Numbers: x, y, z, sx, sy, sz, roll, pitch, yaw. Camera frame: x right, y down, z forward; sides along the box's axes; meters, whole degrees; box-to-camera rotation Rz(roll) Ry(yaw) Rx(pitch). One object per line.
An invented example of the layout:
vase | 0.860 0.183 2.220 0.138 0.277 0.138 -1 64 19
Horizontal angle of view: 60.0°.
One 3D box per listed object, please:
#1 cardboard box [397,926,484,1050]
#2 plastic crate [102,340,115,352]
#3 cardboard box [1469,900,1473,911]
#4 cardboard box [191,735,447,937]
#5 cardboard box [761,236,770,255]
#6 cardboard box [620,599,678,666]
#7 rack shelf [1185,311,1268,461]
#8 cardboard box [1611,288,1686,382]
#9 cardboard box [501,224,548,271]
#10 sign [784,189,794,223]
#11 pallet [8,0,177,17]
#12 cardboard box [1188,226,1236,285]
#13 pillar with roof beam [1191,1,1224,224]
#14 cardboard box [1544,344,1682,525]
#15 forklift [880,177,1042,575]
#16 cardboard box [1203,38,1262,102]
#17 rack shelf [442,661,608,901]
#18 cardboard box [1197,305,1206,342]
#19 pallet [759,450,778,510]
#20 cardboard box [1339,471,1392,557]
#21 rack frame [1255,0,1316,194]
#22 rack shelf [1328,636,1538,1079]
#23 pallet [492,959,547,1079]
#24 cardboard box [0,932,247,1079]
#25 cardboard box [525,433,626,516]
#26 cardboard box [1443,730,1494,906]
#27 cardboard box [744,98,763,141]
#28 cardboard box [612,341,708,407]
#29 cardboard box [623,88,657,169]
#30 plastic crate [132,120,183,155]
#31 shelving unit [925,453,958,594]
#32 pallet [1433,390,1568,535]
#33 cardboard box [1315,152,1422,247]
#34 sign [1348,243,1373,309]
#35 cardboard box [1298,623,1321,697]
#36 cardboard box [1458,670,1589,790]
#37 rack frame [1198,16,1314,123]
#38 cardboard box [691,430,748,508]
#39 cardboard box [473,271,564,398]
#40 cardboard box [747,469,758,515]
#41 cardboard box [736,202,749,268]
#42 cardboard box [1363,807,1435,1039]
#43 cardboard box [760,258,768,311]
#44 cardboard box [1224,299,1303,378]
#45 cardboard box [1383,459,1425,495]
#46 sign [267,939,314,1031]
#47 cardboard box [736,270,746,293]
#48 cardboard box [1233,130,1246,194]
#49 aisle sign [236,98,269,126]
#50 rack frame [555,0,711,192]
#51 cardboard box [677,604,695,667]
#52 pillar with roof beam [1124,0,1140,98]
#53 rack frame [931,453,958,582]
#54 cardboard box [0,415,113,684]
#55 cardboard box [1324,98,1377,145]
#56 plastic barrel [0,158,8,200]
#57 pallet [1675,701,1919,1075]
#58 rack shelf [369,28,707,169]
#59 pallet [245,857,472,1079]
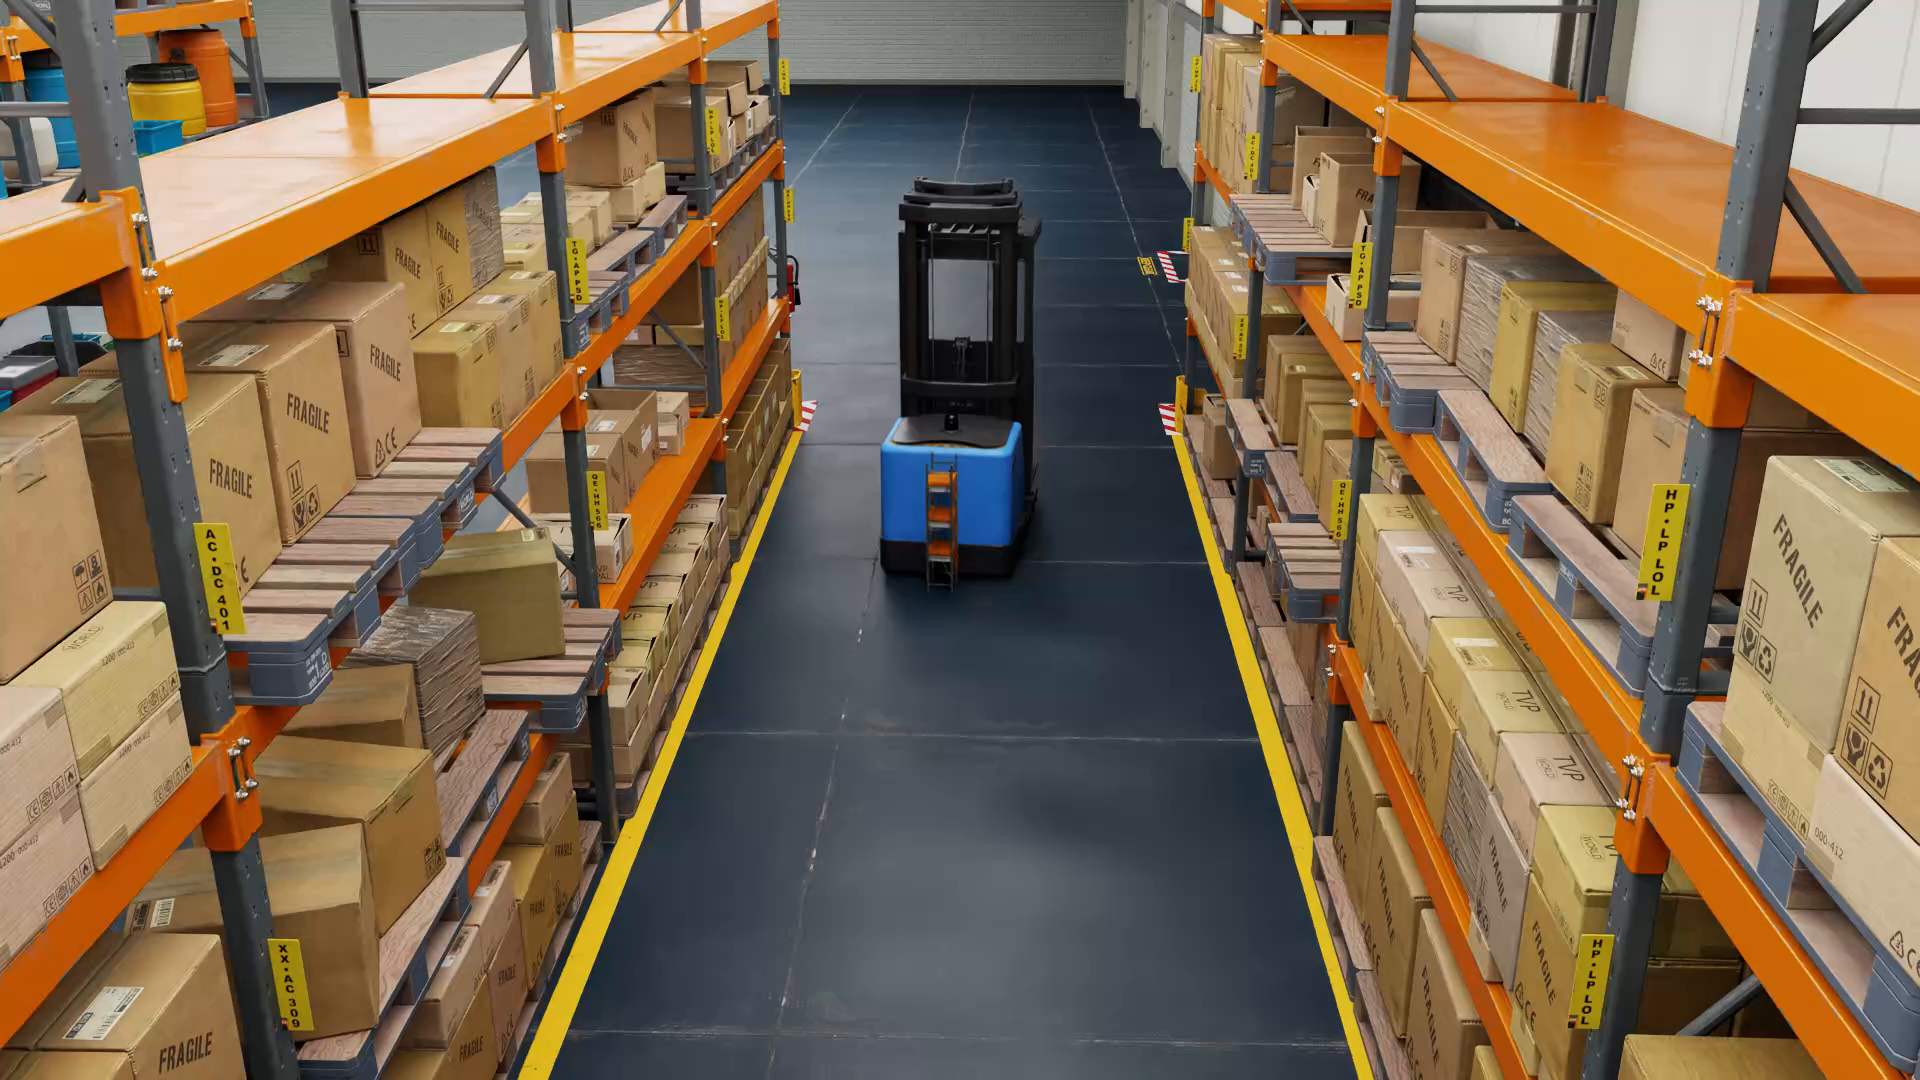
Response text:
cardboard box | -2.276 1.821 6.794 0.500 0.250 0.500 1 21 2
plastic crate | -6.949 -1.593 14.075 0.450 0.188 0.662 1 21 2
cardboard box | 2.174 1.411 6.359 0.380 0.149 0.250 1 21 2
cardboard box | -2.369 1.083 6.165 0.700 0.500 0.500 4 22 10
cardboard box | -2.021 -2.804 15.867 0.380 0.149 0.250 0 21 1
cardboard box | -2.108 0.562 10.673 0.500 0.311 0.500 0 21 0
rack shelf | 2.691 -1.483 14.493 1.077 0.370 4.000 1 21 2
cardboard box | 2.546 -0.719 5.599 0.500 0.250 0.500 0 21 0
cardboard box | -2.488 -1.581 9.231 0.500 0.250 0.500 1 21 3
sign | -1.658 -3.234 16.083 0.100 0.325 0.005 1 21 2
pallet | -7.241 -4.467 13.710 1.003 0.211 1.213 1 21 2
cardboard box | 2.437 -2.661 15.678 0.500 0.500 0.500 1 21 2
pillar with roof beam | -0.343 -9.462 25.769 9.100 9.000 0.400 1 21 2
cardboard box | 2.476 -0.372 5.741 0.700 0.500 0.500 0 21 1
forklift | 0.085 -1.590 13.869 1.130 2.935 3.031 3 21 7
cardboard box | 2.432 -4.145 14.663 0.500 0.500 0.500 0 21 1
rack shelf | -2.504 1.356 7.175 1.077 0.370 4.000 1 21 2
cardboard box | 2.397 -1.936 14.845 0.500 0.250 0.500 0 21 1
pallet | -2.221 -0.578 15.020 1.003 0.211 1.213 1 21 2
cardboard box | 2.513 -0.071 9.112 0.700 0.500 0.500 -2 21 -5
rack frame | 2.630 -3.892 11.414 1.000 3.000 0.127 1 21 2
rack shelf | 2.448 1.409 7.038 1.077 0.370 4.000 1 21 2
pallet | -2.543 2.307 7.585 1.003 0.211 1.213 1 21 2
cardboard box | -2.321 1.417 4.504 0.500 0.500 0.500 1 21 2
cardboard box | -2.408 -0.356 10.455 0.500 0.500 0.500 0 21 -1
cardboard box | 2.178 1.067 6.350 0.500 0.500 0.500 1 21 2
cardboard box | -1.988 -3.593 14.137 0.500 0.311 0.500 3 21 8
cardboard box | -2.314 -1.356 13.032 0.700 0.500 0.500 0 21 0
cardboard box | -2.380 -2.800 11.335 0.500 0.500 0.500 1 21 2
plastic crate | -6.908 -3.349 14.182 0.392 0.384 0.575 1 21 2
shelving unit | -0.137 -0.122 12.678 0.215 1.050 0.252 3 22 8
pallet | 2.511 -0.322 6.620 1.003 0.211 1.213 2 21 4
cardboard box | 2.496 -2.094 10.206 0.500 0.500 0.500 0 21 0
sign | 1.966 -1.295 8.153 0.100 0.325 0.005 1 21 2
cardboard box | 2.597 0.685 10.757 0.700 0.500 0.500 1 21 1
cardboard box | 2.186 0.712 6.227 0.500 0.250 0.500 1 21 3
rack frame | 2.752 -5.339 15.141 1.000 3.000 0.127 1 21 2
cardboard box | -1.994 -0.576 13.345 0.500 0.500 0.500 1 21 2
cardboard box | -2.423 -0.989 7.940 0.910 0.500 0.500 1 21 2
cardboard box | -1.984 -0.408 13.947 0.500 0.250 0.500 1 21 2
cardboard box | -2.253 -2.686 14.667 0.700 0.500 0.500 1 21 2
cardboard box | 2.322 1.738 7.587 0.750 0.750 0.750 1 21 1
cardboard box | -2.227 -2.473 15.911 0.700 0.500 0.500 1 21 2
cardboard box | 2.335 -1.559 12.836 0.500 0.500 0.500 1 21 1
cardboard box | 2.489 -0.328 8.879 0.380 0.149 0.250 -2 21 -5
sign | -2.022 1.343 5.016 0.100 0.325 0.005 1 21 2
cardboard box | -2.066 -2.243 14.421 0.380 0.149 0.250 0 21 1
cardboard box | 2.427 -2.918 12.883 0.500 0.500 0.500 -1 21 -3
aisle sign | -6.852 -3.886 16.096 0.394 0.787 0.004 1 21 2
rack frame | -2.321 -3.946 11.551 1.000 3.000 0.127 1 21 2
cardboard box | -2.093 0.642 11.241 0.500 0.250 0.500 1 21 3
pillar with roof beam | 0.205 -15.970 42.542 9.100 9.000 0.400 1 21 2
rack frame | -0.119 -0.167 12.790 0.200 1.050 0.008 3 22 8
cardboard box | -2.541 0.009 3.985 0.700 0.500 0.500 1 21 2
cardboard box | 2.931 -3.190 12.202 0.500 0.500 0.500 1 21 3
plastic barrel | -7.071 -2.650 11.667 0.600 0.901 0.708 1 21 2
pallet | 2.351 0.736 3.756 1.003 0.211 1.213 1 21 2
rack shelf | -2.382 -2.701 9.890 1.077 0.370 4.000 1 21 2
pallet | -2.431 1.546 5.958 1.003 0.211 1.213 1 21 2
